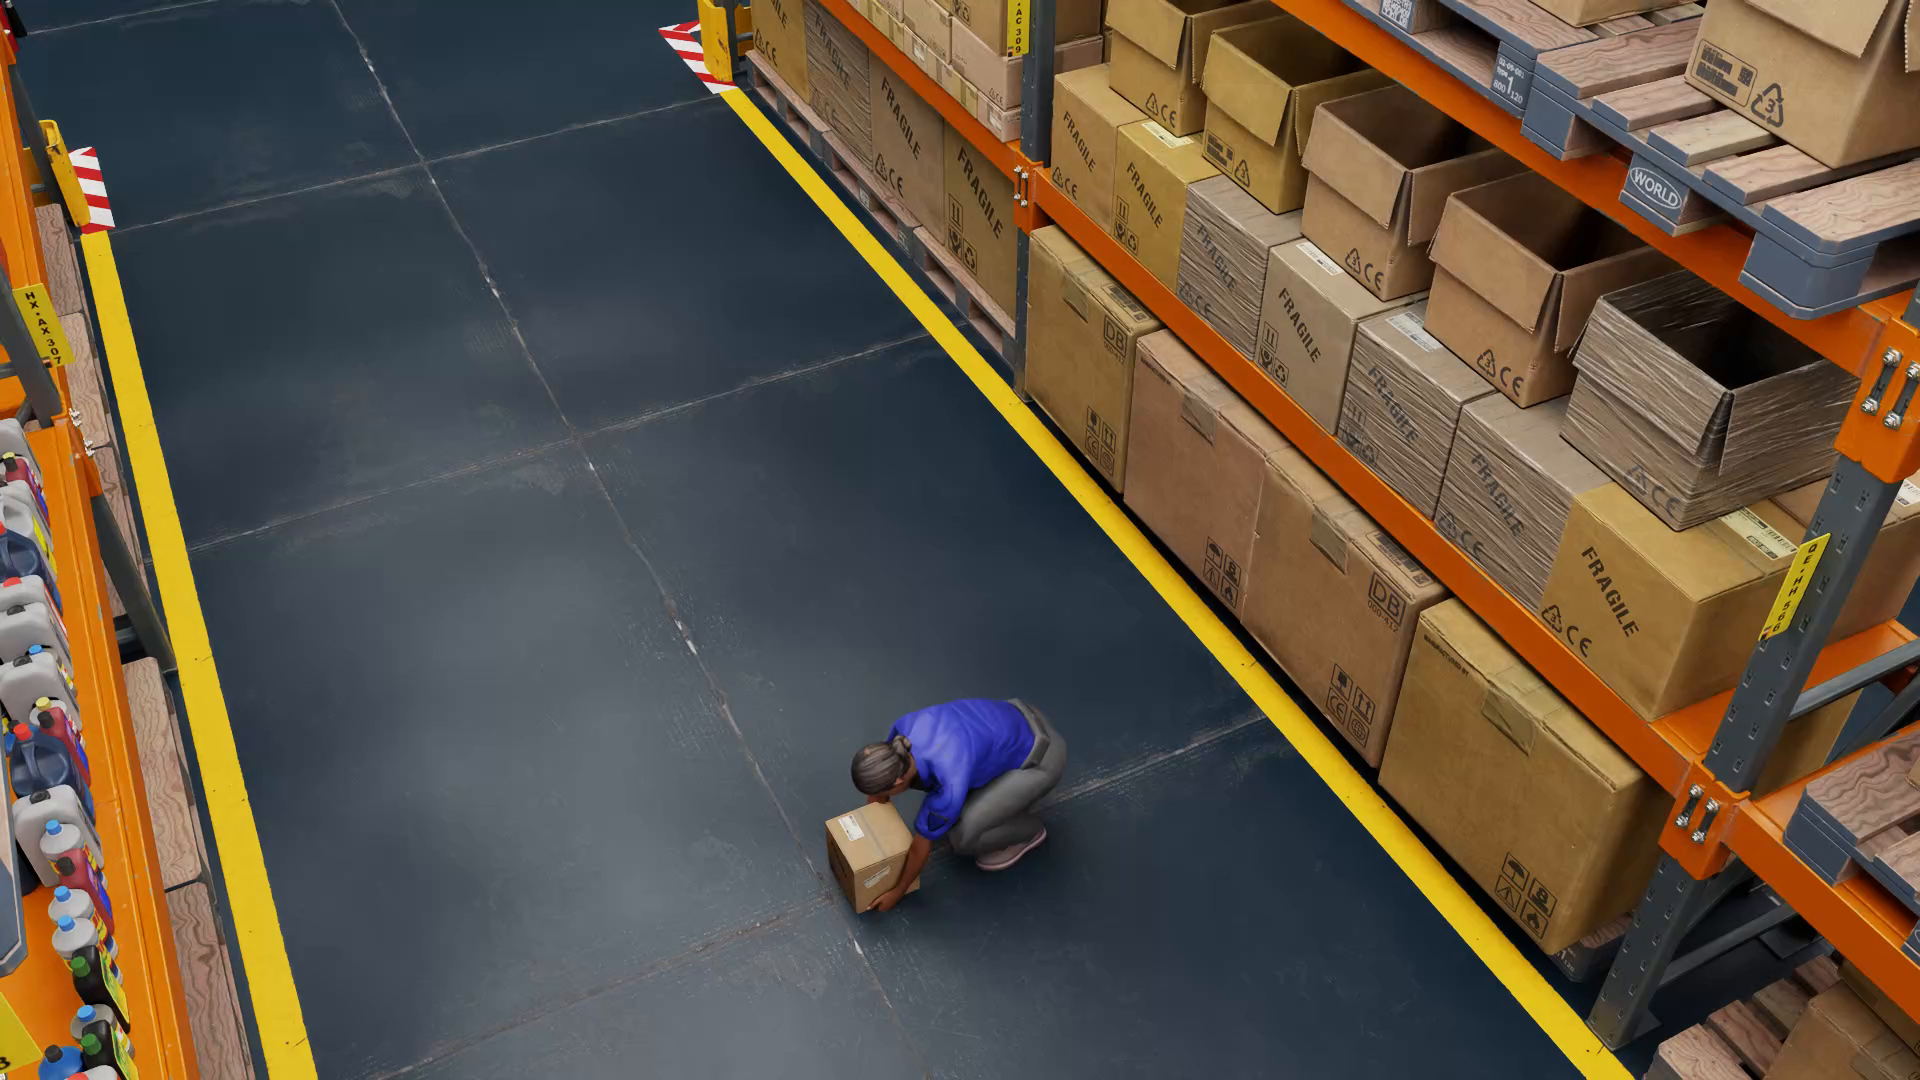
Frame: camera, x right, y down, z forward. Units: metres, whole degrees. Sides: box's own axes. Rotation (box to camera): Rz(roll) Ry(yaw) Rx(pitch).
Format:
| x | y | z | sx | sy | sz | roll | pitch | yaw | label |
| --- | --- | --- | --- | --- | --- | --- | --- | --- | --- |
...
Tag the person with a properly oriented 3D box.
| x | y | z | sx | sy | sz | roll | pitch | yaw | label |
| --- | --- | --- | --- | --- | --- | --- | --- | --- | --- |
| -0.018 | 0.879 | 5.931 | 0.841 | 0.785 | 0.470 | -19 | 45 | -20 | person |
